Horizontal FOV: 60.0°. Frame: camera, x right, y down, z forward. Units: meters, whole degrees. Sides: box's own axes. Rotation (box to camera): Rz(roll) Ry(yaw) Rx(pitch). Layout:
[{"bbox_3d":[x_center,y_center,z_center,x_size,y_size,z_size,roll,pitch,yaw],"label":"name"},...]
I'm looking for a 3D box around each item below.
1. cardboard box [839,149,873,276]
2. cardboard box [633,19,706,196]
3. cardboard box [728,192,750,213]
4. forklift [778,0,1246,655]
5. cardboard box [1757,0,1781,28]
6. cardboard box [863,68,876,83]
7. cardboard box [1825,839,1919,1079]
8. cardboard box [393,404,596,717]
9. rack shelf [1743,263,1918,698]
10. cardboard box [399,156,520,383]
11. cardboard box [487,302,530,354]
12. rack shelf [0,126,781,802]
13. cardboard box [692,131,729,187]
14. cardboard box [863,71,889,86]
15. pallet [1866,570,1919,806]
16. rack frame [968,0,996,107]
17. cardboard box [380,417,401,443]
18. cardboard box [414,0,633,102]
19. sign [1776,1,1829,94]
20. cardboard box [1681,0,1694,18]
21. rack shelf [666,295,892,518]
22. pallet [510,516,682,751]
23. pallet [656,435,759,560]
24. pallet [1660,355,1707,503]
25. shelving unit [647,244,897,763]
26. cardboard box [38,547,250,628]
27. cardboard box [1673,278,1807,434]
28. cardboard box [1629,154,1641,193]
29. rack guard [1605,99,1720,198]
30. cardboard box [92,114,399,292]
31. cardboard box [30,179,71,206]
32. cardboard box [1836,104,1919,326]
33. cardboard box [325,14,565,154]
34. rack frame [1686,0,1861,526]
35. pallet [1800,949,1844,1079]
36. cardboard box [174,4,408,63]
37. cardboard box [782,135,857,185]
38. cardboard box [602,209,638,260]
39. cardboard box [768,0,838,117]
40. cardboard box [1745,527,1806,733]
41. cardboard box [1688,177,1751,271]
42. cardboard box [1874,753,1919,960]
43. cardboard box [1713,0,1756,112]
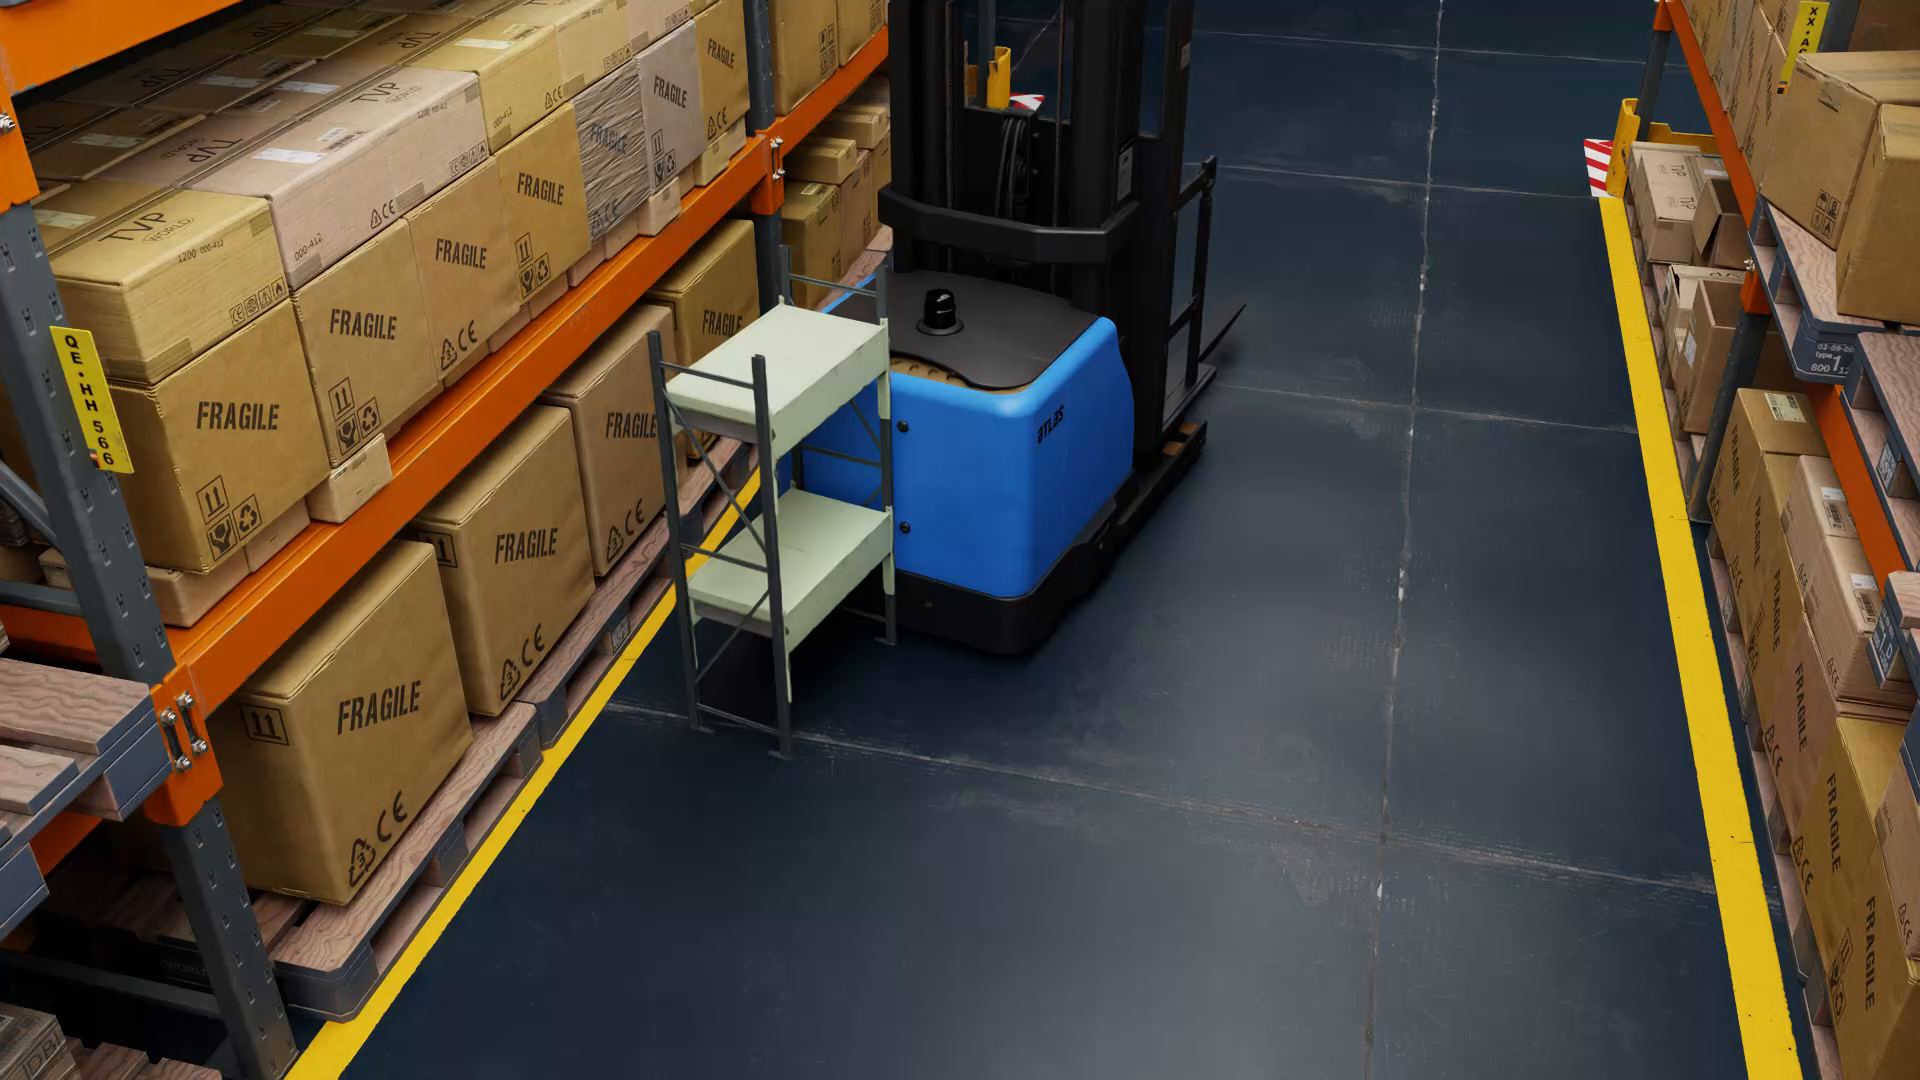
[{"bbox_3d":[-0.865,-1.729,8.612,0.700,0.500,0.500,8,33,12],"label":"cardboard box"},{"bbox_3d":[-1.278,-1.608,6.095,0.500,0.500,0.500,8,33,13],"label":"cardboard box"},{"bbox_3d":[-1.225,-1.694,7.953,0.380,0.149,0.250,8,33,12],"label":"cardboard box"},{"bbox_3d":[0.431,-1.595,6.527,1.130,2.935,3.031,15,35,22],"label":"forklift"},{"bbox_3d":[3.513,-2.328,6.590,0.500,0.500,0.500,7,33,11],"label":"cardboard box"},{"bbox_3d":[-0.704,-2.766,9.639,0.380,0.149,0.250,8,33,13],"label":"cardboard box"},{"bbox_3d":[2.503,1.128,4.099,0.500,0.500,0.500,9,34,14],"label":"cardboard box"},{"bbox_3d":[-1.758,0.016,5.541,0.750,0.750,0.750,8,33,12],"label":"cardboard box"},{"bbox_3d":[3.000,0.042,4.559,1.077,0.370,4.000,8,33,12],"label":"rack shelf"},{"bbox_3d":[-1.660,-0.818,4.851,0.500,0.500,0.500,8,33,12],"label":"cardboard box"},{"bbox_3d":[-1.614,-0.735,5.326,0.380,0.149,0.250,8,33,13],"label":"cardboard box"},{"bbox_3d":[-1.792,-0.631,5.616,1.077,0.370,4.000,8,33,12],"label":"rack shelf"},{"bbox_3d":[-1.138,-1.526,6.570,0.380,0.149,0.250,9,33,13],"label":"cardboard box"},{"bbox_3d":[-0.478,-2.534,9.878,0.700,0.500,0.500,8,33,12],"label":"cardboard box"},{"bbox_3d":[2.597,0.496,3.353,1.213,0.211,1.003,8,33,12],"label":"pallet"},{"bbox_3d":[-0.270,-4.048,10.321,1.000,3.000,0.127,8,33,12],"label":"rack frame"},{"bbox_3d":[-1.826,-0.341,4.706,0.380,0.149,0.250,8,33,12],"label":"cardboard box"},{"bbox_3d":[-1.424,-1.659,5.475,0.500,0.250,0.500,9,33,13],"label":"cardboard box"},{"bbox_3d":[2.981,-1.735,5.876,0.100,0.325,0.005,8,33,12],"label":"sign"},{"bbox_3d":[4.029,-2.955,8.508,0.500,0.500,0.500,8,33,12],"label":"cardboard box"},{"bbox_3d":[-0.580,-0.445,5.324,0.431,0.370,0.720,15,35,22],"label":"rack shelf"},{"bbox_3d":[-1.715,0.251,6.159,1.003,0.211,1.213,8,33,12],"label":"pallet"},{"bbox_3d":[-1.408,-0.385,7.158,1.003,0.211,1.213,8,33,12],"label":"pallet"},{"bbox_3d":[3.683,-0.479,7.307,1.003,0.211,1.213,8,33,12],"label":"pallet"},{"bbox_3d":[-0.580,-0.115,5.533,0.431,1.500,0.755,15,35,22],"label":"shelving unit"},{"bbox_3d":[-1.992,0.062,4.072,0.380,0.149,0.250,8,33,12],"label":"cardboard box"},{"bbox_3d":[3.378,-0.765,7.077,0.500,0.500,0.500,8,33,12],"label":"cardboard box"},{"bbox_3d":[4.021,-2.065,9.433,0.380,0.166,0.250,8,33,12],"label":"cardboard box"},{"bbox_3d":[4.503,-2.281,9.872,1.175,0.500,0.348,8,33,12],"label":"rack guard"},{"bbox_3d":[-1.800,-0.868,4.232,0.500,0.250,0.500,8,33,12],"label":"cardboard box"},{"bbox_3d":[-2.436,-0.660,3.903,0.500,0.250,0.500,9,34,14],"label":"cardboard box"},{"bbox_3d":[3.058,-0.938,4.945,0.700,0.500,0.500,13,35,20],"label":"cardboard box"},{"bbox_3d":[-1.553,-1.394,5.059,0.500,0.250,0.500,7,33,11],"label":"cardboard box"},{"bbox_3d":[3.508,-1.299,5.998,1.000,3.000,0.127,8,33,12],"label":"rack frame"},{"bbox_3d":[2.719,1.571,4.082,1.003,0.211,1.213,8,33,12],"label":"pallet"},{"bbox_3d":[-2.039,-1.458,5.159,0.500,0.250,0.500,7,33,11],"label":"cardboard box"},{"bbox_3d":[-0.732,-1.895,8.269,0.380,0.149,0.250,9,34,14],"label":"cardboard box"},{"bbox_3d":[-1.384,-1.135,5.955,0.380,0.149,0.250,8,33,12],"label":"cardboard box"},{"bbox_3d":[-1.131,-2.378,7.415,0.980,0.700,0.700,9,33,13],"label":"cardboard box"},{"bbox_3d":[2.890,0.324,5.364,0.500,0.500,0.500,8,33,13],"label":"cardboard box"},{"bbox_3d":[3.979,-1.407,8.085,0.797,0.503,0.637,8,33,12],"label":"cardboard box"},{"bbox_3d":[2.513,0.782,3.945,0.500,0.250,0.500,9,34,14],"label":"cardboard box"},{"bbox_3d":[3.644,-2.171,7.275,0.500,0.500,0.500,9,33,13],"label":"cardboard box"}]
